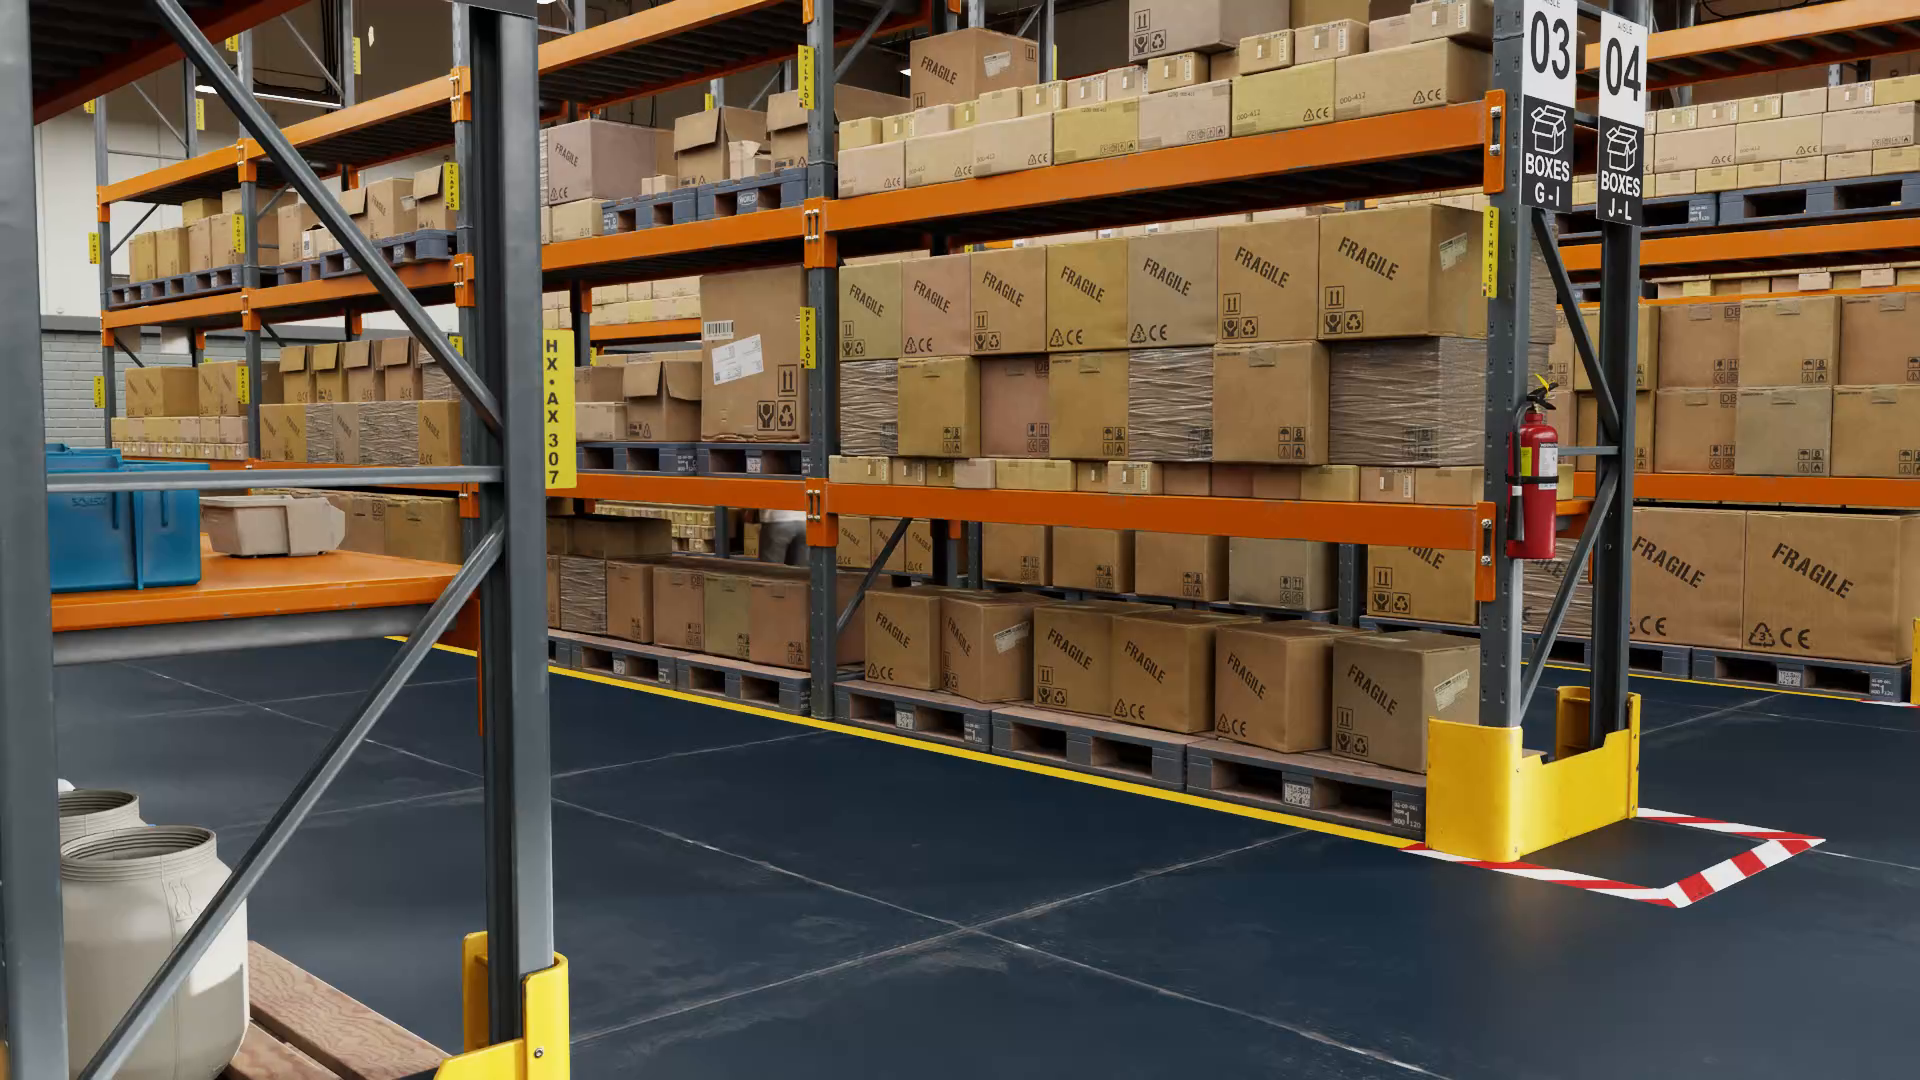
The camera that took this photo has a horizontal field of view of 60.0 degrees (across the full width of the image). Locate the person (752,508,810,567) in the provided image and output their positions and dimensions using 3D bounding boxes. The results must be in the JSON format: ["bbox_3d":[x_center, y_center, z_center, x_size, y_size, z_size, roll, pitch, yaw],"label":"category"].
[{"bbox_3d":[-1.318,-0.125,12.393,0.502,1.776,0.540,-2,4,-27],"label":"person"}]
